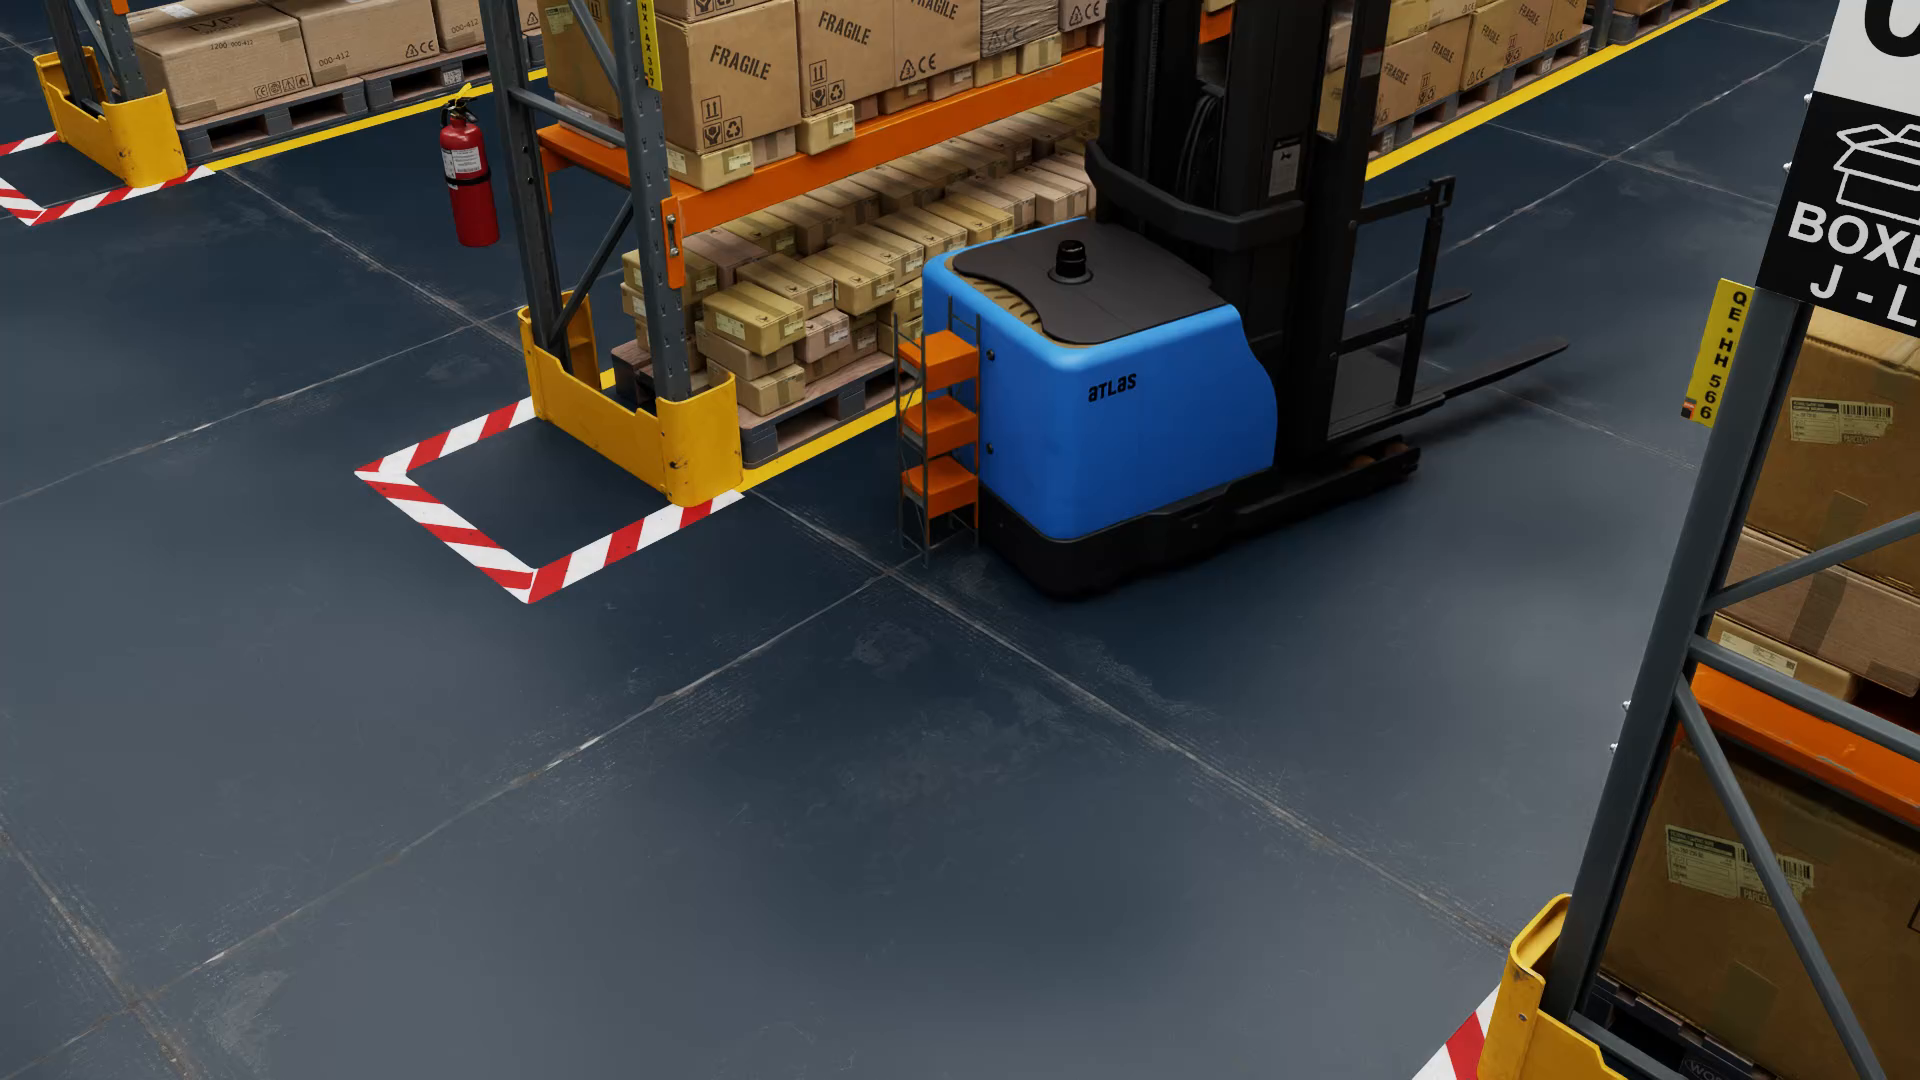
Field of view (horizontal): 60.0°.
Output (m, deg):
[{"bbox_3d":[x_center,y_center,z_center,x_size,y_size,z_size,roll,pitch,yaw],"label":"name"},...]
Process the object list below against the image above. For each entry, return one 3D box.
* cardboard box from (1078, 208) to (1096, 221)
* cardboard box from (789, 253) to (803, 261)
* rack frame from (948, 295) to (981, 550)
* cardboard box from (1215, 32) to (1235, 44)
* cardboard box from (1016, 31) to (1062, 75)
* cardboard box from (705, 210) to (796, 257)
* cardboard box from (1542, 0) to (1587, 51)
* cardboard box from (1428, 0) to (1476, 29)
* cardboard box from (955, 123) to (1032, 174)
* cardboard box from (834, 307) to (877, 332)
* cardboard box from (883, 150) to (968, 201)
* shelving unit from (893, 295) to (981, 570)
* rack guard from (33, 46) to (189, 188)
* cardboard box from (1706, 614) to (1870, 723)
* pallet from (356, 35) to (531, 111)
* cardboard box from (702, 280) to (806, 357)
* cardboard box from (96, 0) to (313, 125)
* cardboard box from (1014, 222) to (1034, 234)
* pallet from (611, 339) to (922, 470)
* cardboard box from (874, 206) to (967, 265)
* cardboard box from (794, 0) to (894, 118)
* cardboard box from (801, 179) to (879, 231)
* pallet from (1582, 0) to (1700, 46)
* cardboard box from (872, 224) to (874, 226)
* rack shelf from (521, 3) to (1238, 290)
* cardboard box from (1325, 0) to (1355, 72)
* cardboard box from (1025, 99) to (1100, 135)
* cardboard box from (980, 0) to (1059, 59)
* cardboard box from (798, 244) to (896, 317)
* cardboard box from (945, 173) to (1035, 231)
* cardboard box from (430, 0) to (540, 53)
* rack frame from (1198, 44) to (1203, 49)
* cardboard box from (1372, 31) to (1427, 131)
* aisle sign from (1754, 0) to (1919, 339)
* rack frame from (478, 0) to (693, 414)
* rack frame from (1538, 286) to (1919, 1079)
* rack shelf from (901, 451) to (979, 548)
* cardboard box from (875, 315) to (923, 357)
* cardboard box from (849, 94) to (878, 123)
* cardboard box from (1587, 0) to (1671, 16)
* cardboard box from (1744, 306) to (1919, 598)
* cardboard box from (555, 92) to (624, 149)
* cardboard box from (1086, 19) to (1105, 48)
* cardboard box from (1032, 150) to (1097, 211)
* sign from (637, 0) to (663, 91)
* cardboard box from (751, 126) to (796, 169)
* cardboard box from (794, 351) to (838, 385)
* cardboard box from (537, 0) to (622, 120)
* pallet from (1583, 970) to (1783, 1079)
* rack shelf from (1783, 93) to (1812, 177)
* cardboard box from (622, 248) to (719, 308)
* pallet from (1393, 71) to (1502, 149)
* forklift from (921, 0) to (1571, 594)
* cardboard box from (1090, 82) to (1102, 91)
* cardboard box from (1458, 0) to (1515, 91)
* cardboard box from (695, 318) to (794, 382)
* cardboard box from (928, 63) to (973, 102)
[{"bbox_3d":[0.564,-1.712,8.448,0.250,0.149,0.380,-29,44,-35],"label":"cardboard box"},{"bbox_3d":[-0.954,-1.290,7.842,0.380,0.149,0.250,28,43,34],"label":"cardboard box"},{"bbox_3d":[0.015,-0.440,6.463,0.008,1.050,0.200,-22,40,-28],"label":"rack frame"},{"bbox_3d":[1.675,-3.107,9.745,0.500,0.250,0.500,28,44,34],"label":"cardboard box"},{"bbox_3d":[0.244,-2.271,7.603,0.250,0.149,0.380,-29,44,-35],"label":"cardboard box"},{"bbox_3d":[-0.985,-1.423,7.773,0.380,0.149,0.250,29,44,34],"label":"cardboard box"},{"bbox_3d":[3.870,-3.646,11.174,0.500,0.500,0.500,29,44,35],"label":"cardboard box"},{"bbox_3d":[2.774,-3.318,10.048,0.500,0.250,0.500,-28,44,-34],"label":"cardboard box"},{"bbox_3d":[0.156,-2.042,8.661,0.250,0.149,0.380,-29,44,-35],"label":"cardboard box"},{"bbox_3d":[-0.594,-1.082,7.544,0.250,0.149,0.380,-29,44,-35],"label":"cardboard box"},{"bbox_3d":[-0.179,-1.814,8.334,0.250,0.149,0.380,-30,45,-35],"label":"cardboard box"},{"bbox_3d":[-0.085,-0.400,6.405,0.252,1.050,0.215,-22,40,-28],"label":"shelving unit"},{"bbox_3d":[-5.089,-2.543,9.959,1.175,0.500,0.348,30,45,35],"label":"rack guard"},{"bbox_3d":[1.978,0.242,4.001,0.250,0.149,0.380,-29,44,-35],"label":"cardboard box"},{"bbox_3d":[-3.705,-3.283,11.273,1.003,0.211,1.213,30,45,35],"label":"pallet"},{"bbox_3d":[-0.878,-0.947,7.090,0.380,0.149,0.250,27,43,33],"label":"cardboard box"},{"bbox_3d":[-4.678,-3.008,10.313,0.875,0.438,0.875,28,44,34],"label":"cardboard box"},{"bbox_3d":[0.142,-1.520,8.173,0.250,0.149,0.380,-28,43,-34],"label":"cardboard box"},{"bbox_3d":[-0.837,-0.827,7.751,1.003,0.211,1.213,30,45,35],"label":"pallet"},{"bbox_3d":[-0.183,-1.400,7.741,0.250,0.149,0.380,-28,44,-34],"label":"cardboard box"},{"bbox_3d":[-0.617,-2.085,6.771,0.500,0.500,0.500,30,45,35],"label":"cardboard box"},{"bbox_3d":[-0.608,-1.634,8.076,0.250,0.149,0.380,-28,44,-34],"label":"cardboard box"},{"bbox_3d":[4.757,-4.017,12.326,1.003,0.211,1.213,30,45,35],"label":"pallet"},{"bbox_3d":[-0.598,-1.505,8.151,0.250,0.149,0.380,-29,44,-35],"label":"cardboard box"},{"bbox_3d":[-0.079,-2.141,7.826,1.077,0.370,4.000,30,45,35],"label":"rack shelf"},{"bbox_3d":[2.038,-2.896,9.442,0.500,0.250,0.500,27,43,33],"label":"cardboard box"},{"bbox_3d":[0.561,-2.228,8.927,0.380,0.149,0.250,29,44,35],"label":"cardboard box"},{"bbox_3d":[0.092,-2.489,7.349,0.500,0.500,0.500,28,44,34],"label":"cardboard box"},{"bbox_3d":[-0.501,-1.158,7.393,0.380,0.149,0.250,29,44,35],"label":"cardboard box"},{"bbox_3d":[0.144,-1.629,8.069,0.380,0.149,0.250,30,45,35],"label":"cardboard box"},{"bbox_3d":[-3.403,-3.748,11.374,0.875,0.438,0.875,28,44,34],"label":"cardboard box"},{"bbox_3d":[1.330,-3.248,8.785,1.000,3.000,0.127,30,45,35],"label":"rack frame"},{"bbox_3d":[2.410,-2.803,9.965,0.500,0.500,0.500,-28,43,-34],"label":"cardboard box"},{"bbox_3d":[1.697,-0.742,2.919,0.394,0.787,0.004,30,45,35],"label":"aisle sign"},{"bbox_3d":[-1.488,-1.624,6.456,1.000,3.000,0.127,30,45,35],"label":"rack frame"},{"bbox_3d":[1.960,0.416,3.531,1.000,3.000,0.127,30,45,35],"label":"rack frame"},{"bbox_3d":[-0.085,-0.163,6.570,0.240,0.259,0.215,-22,40,-28],"label":"rack shelf"},{"bbox_3d":[-0.338,-1.013,7.705,0.250,0.149,0.380,-29,44,-35],"label":"cardboard box"},{"bbox_3d":[-0.564,-1.888,7.055,0.250,0.149,0.380,-28,43,-34],"label":"cardboard box"},{"bbox_3d":[4.641,-4.332,11.939,1.050,0.750,0.750,29,44,35],"label":"cardboard box"},{"bbox_3d":[2.117,-0.256,3.710,0.500,0.500,0.500,-29,44,-35],"label":"cardboard box"},{"bbox_3d":[-1.459,-1.767,6.881,0.380,0.149,0.250,30,45,35],"label":"cardboard box"},{"bbox_3d":[0.591,-2.484,7.910,0.380,0.149,0.250,27,43,34],"label":"cardboard box"},{"bbox_3d":[0.578,-1.801,8.315,0.380,0.149,0.250,27,43,33],"label":"cardboard box"},{"bbox_3d":[-1.103,-1.760,5.895,0.100,0.325,0.005,30,45,35],"label":"sign"},{"bbox_3d":[-0.877,-1.640,6.699,0.250,0.149,0.380,-28,44,-34],"label":"cardboard box"},{"bbox_3d":[-0.766,-0.850,7.471,0.380,0.149,0.250,29,44,35],"label":"cardboard box"},{"bbox_3d":[-1.354,-2.073,6.753,0.500,0.500,0.500,-29,44,-35],"label":"cardboard box"},{"bbox_3d":[2.468,1.204,4.839,1.003,0.211,1.213,30,45,35],"label":"pallet"},{"bbox_3d":[3.369,-1.331,4.043,1.077,0.370,4.000,30,45,35],"label":"rack shelf"},{"bbox_3d":[-1.295,-1.188,7.436,0.250,0.149,0.380,-29,44,-35],"label":"cardboard box"},{"bbox_3d":[2.737,-2.918,10.750,1.003,0.211,1.213,30,45,35],"label":"pallet"},{"bbox_3d":[1.359,-1.630,6.525,3.031,2.935,1.130,-20,39,-26],"label":"forklift"},{"bbox_3d":[0.940,-2.438,9.229,0.250,0.149,0.380,-28,44,-34],"label":"cardboard box"},{"bbox_3d":[3.141,-3.215,10.556,0.500,0.500,0.500,27,43,33],"label":"cardboard box"},{"bbox_3d":[-0.937,-0.858,7.223,0.250,0.149,0.380,-28,44,-34],"label":"cardboard box"},{"bbox_3d":[-0.162,-2.077,7.326,0.380,0.149,0.250,29,44,34],"label":"cardboard box"}]
